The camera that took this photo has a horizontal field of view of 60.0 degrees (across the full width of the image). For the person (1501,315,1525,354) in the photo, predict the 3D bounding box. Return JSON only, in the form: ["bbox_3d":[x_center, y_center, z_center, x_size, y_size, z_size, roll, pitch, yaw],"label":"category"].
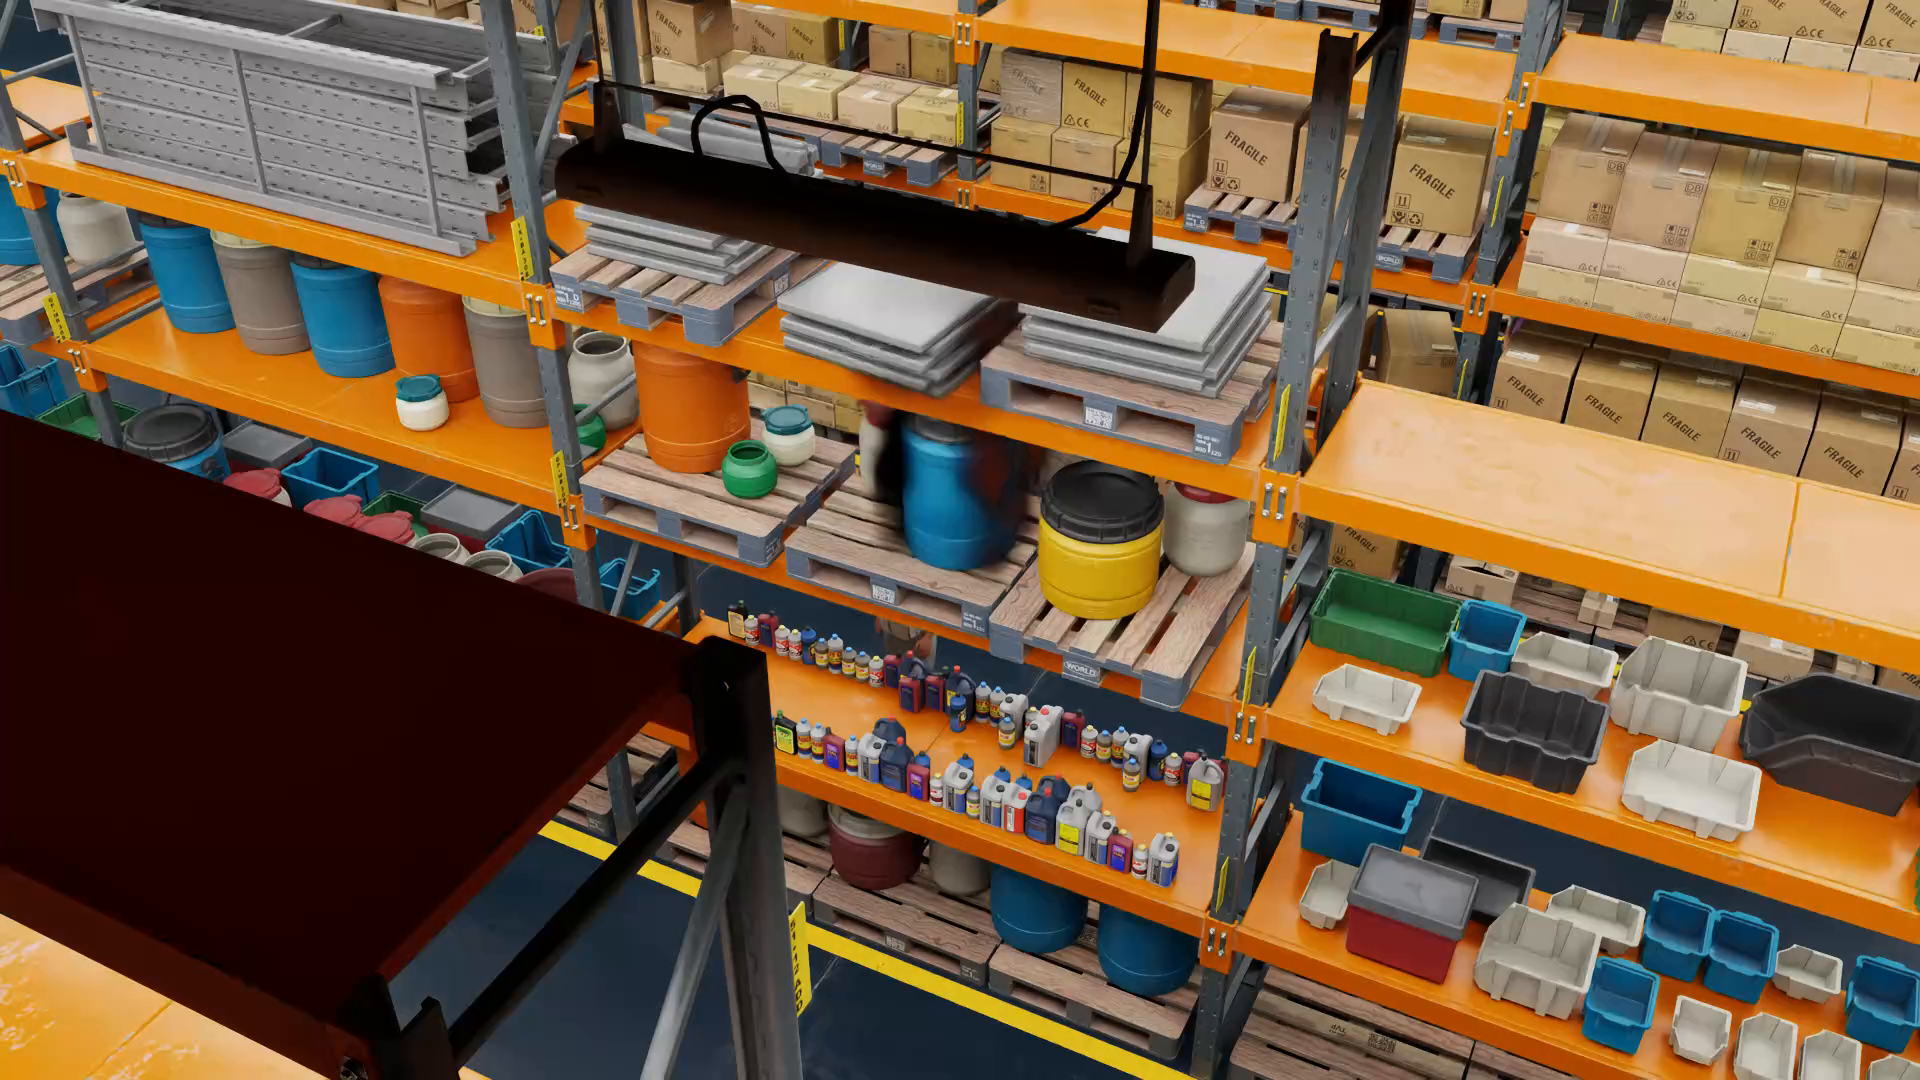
[{"bbox_3d":[5.115,-1.727,14.960,0.462,1.631,0.310,12,37,17],"label":"person"}]

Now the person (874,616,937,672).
[{"bbox_3d":[-0.366,0.571,11.489,0.573,1.777,0.404,26,43,32],"label":"person"}]
